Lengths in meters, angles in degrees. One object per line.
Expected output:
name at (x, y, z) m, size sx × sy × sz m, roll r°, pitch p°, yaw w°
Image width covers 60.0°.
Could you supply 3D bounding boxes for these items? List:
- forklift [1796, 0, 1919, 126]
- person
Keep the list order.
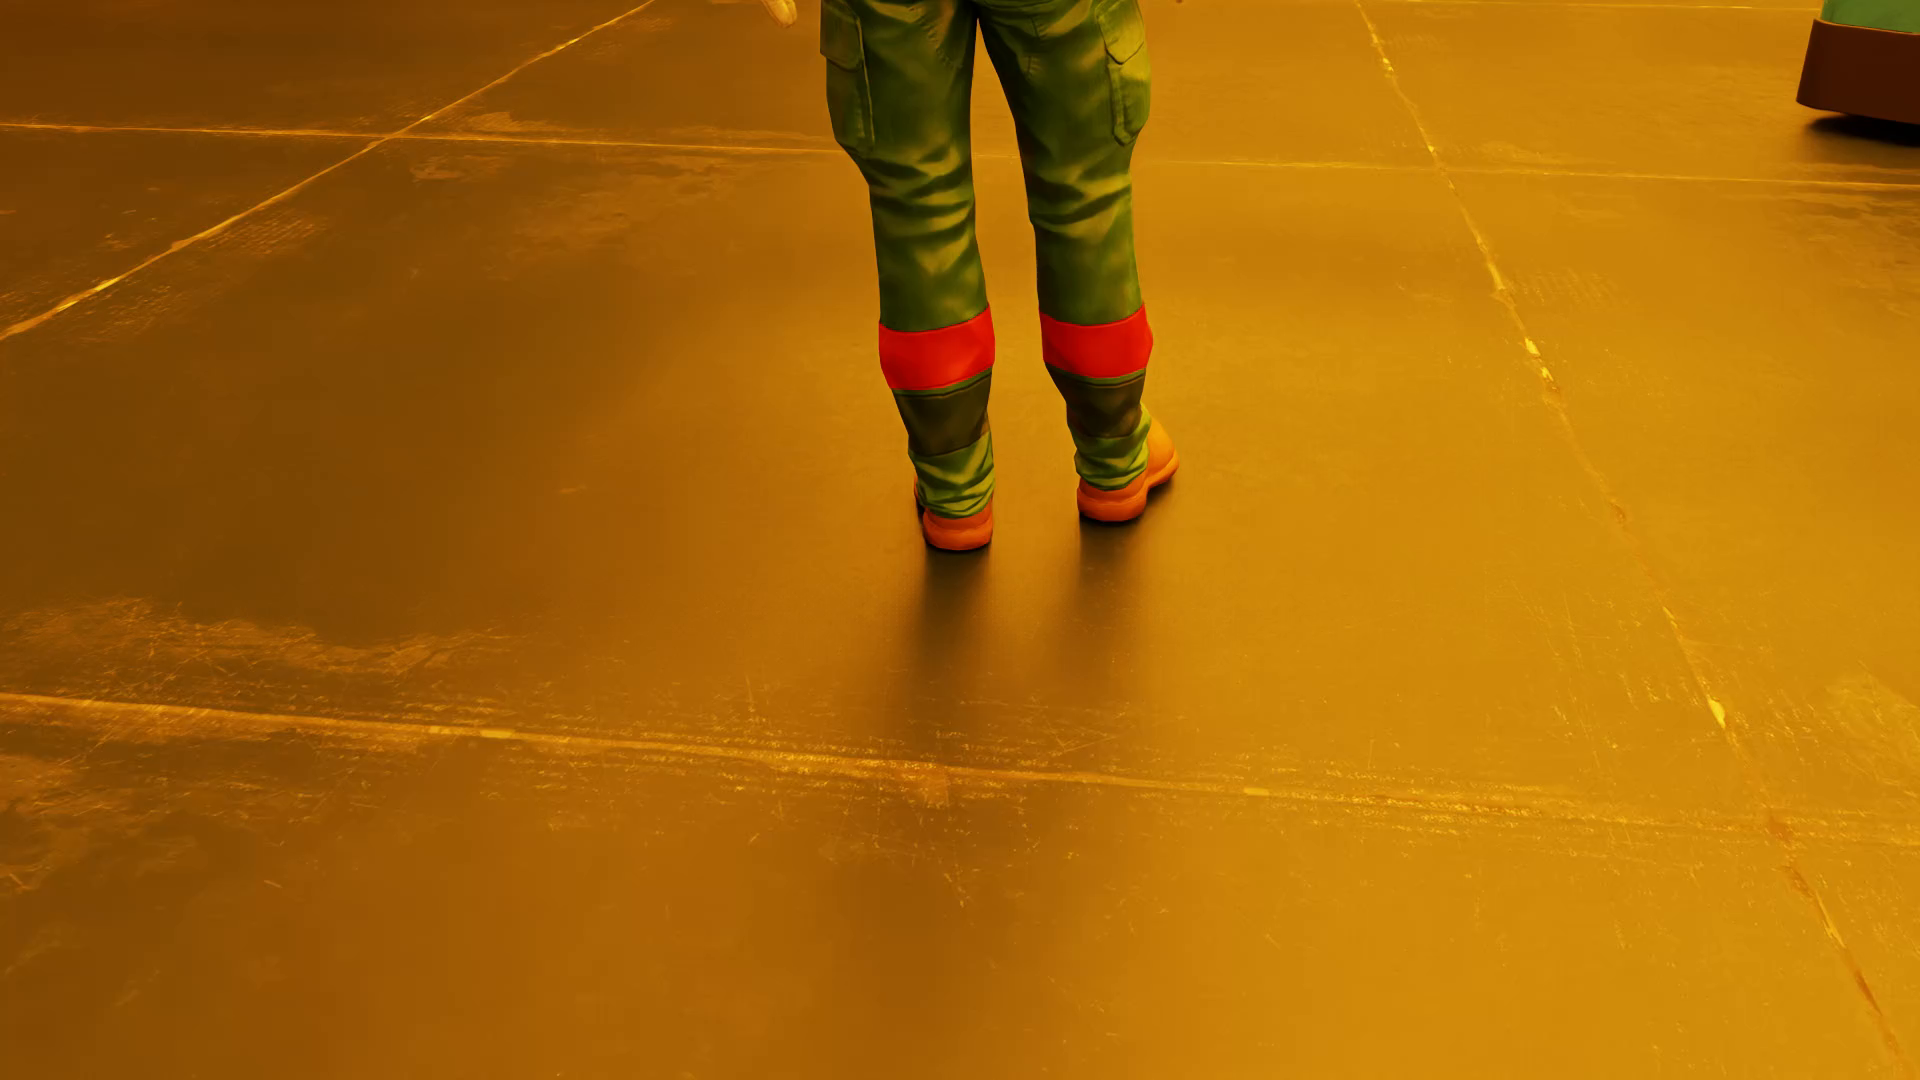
forklift at (3.933, -2.806, 4.843) m, size 3.031 × 2.935 × 1.130 m, roll -21°, pitch 33°, yaw -36°
person at (0.023, -0.842, 2.168) m, size 0.637 × 1.790 × 0.562 m, roll 3°, pitch 27°, yaw 7°
